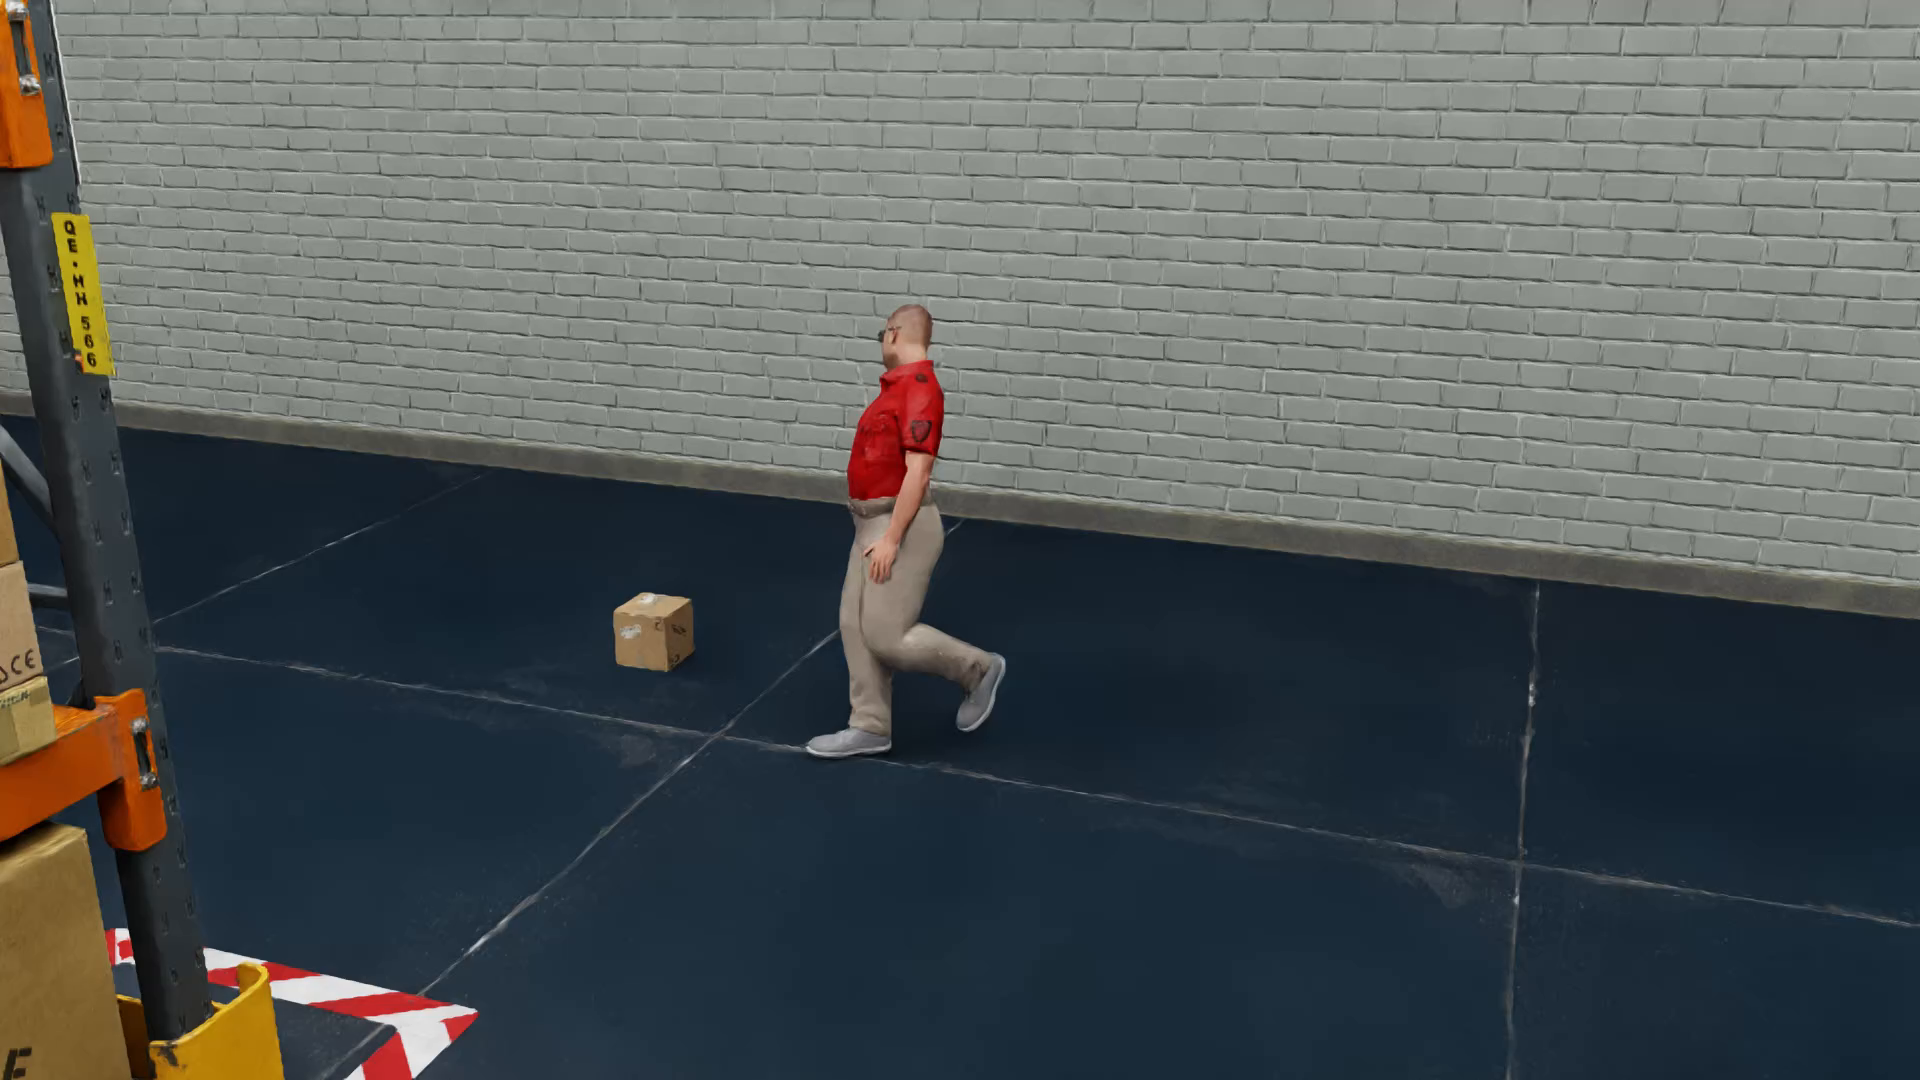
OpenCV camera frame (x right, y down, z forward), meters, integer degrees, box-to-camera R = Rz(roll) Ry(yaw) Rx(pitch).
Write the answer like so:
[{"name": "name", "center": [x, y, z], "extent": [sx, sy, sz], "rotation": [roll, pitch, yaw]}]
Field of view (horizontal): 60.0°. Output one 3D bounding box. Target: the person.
[{"name": "person", "center": [-0.226, -0.029, 6.242], "extent": [0.771, 1.672, 0.609], "rotation": [-4, 19, -10]}]
